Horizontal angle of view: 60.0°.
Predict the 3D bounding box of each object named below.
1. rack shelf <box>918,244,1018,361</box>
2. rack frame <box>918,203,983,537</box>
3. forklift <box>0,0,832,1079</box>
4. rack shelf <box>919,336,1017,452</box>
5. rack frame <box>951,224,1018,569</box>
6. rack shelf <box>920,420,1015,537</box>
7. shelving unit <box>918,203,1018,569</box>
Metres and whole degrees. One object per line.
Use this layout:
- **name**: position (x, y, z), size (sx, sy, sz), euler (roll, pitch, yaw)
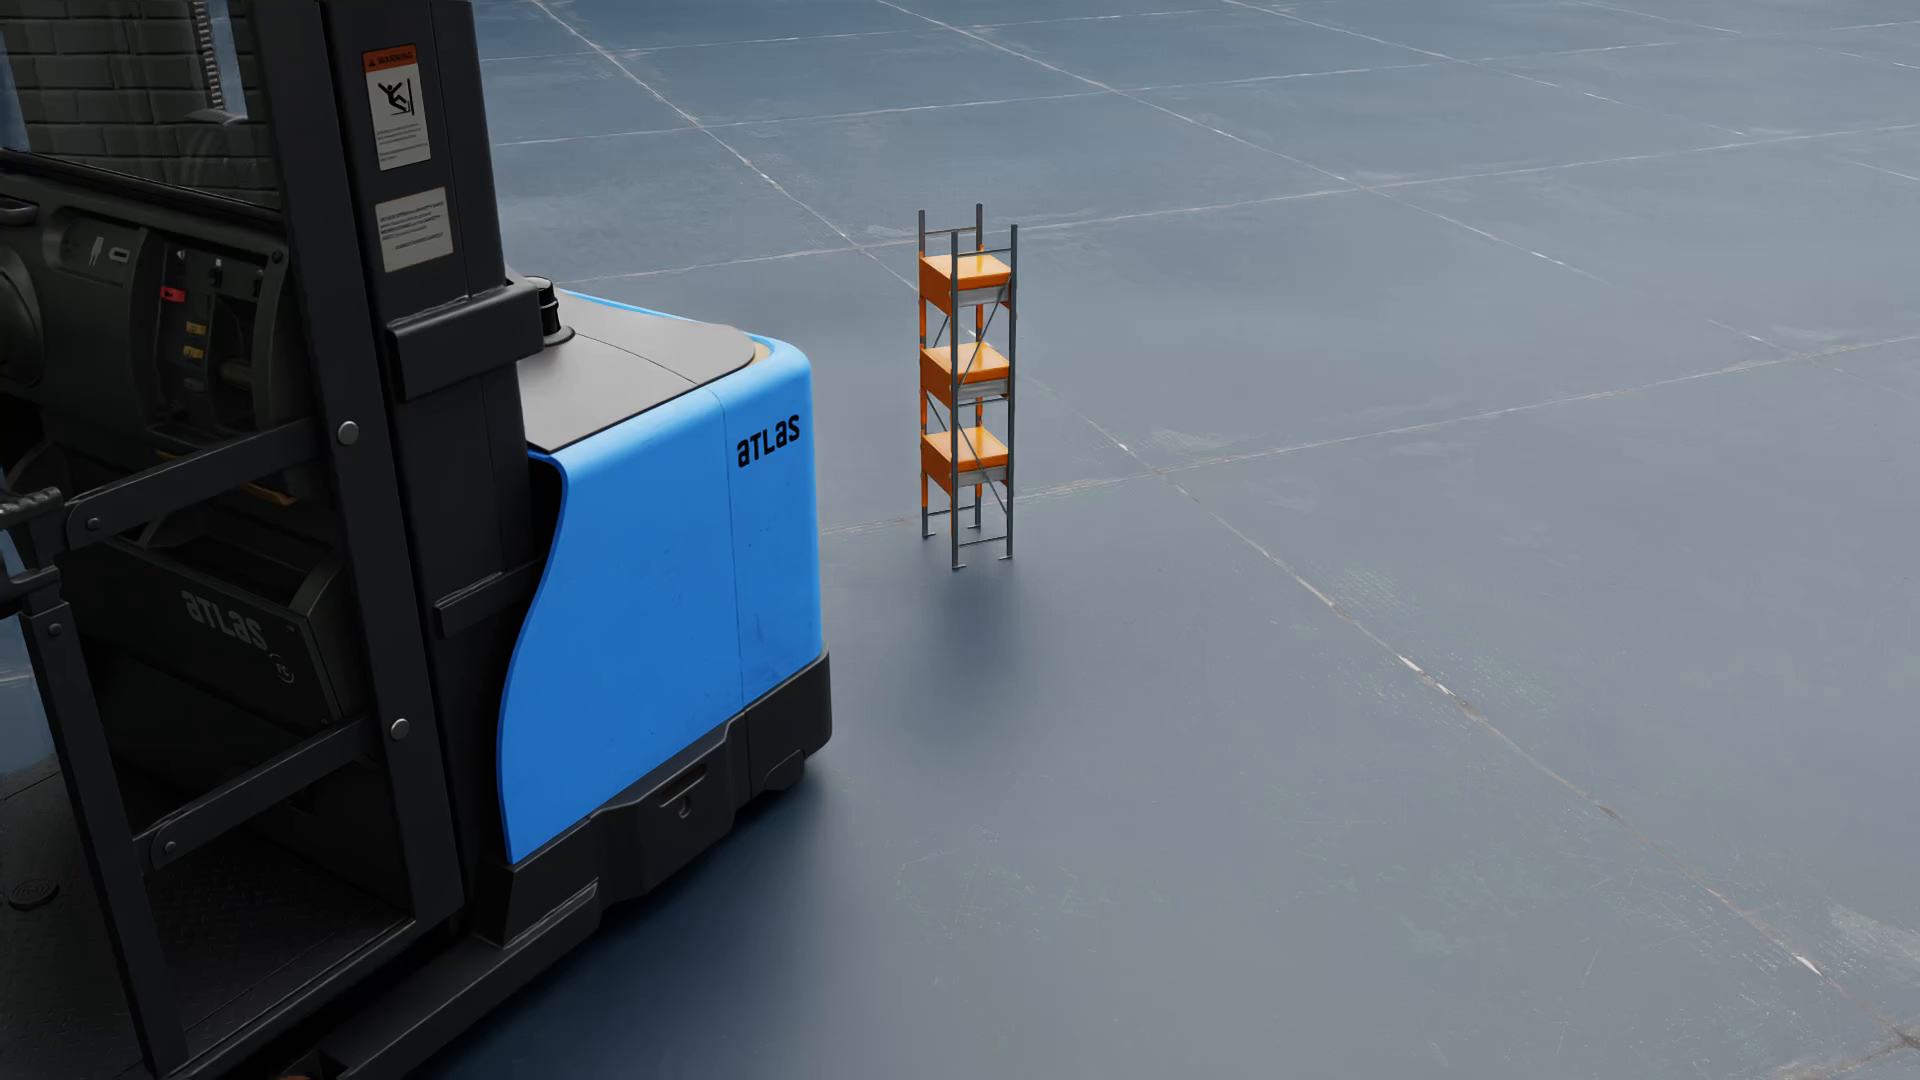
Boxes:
- **rack shelf**: position (0.021, -0.696, 4.856), size (0.215, 0.259, 0.240), euler (-11, 28, -21)
- **rack frame**: position (-0.027, -0.499, 5.076), size (0.200, 1.050, 0.008), euler (-11, 28, -21)
- **forklift**: position (-1.547, -0.361, 2.649), size (1.130, 2.935, 3.031), euler (16, 30, 30)
- **rack shelf**: position (0.021, -0.441, 4.980), size (0.215, 0.259, 0.240), euler (-11, 28, -21)
- **rack frame**: position (0.069, -0.401, 4.875), size (0.200, 1.050, 0.008), euler (-11, 28, -21)
- **rack shelf**: position (0.021, -0.191, 5.102), size (0.215, 0.259, 0.240), euler (-11, 28, -21)
- **shelving unit**: position (0.021, -0.450, 4.975), size (0.215, 1.050, 0.252), euler (-11, 28, -21)
